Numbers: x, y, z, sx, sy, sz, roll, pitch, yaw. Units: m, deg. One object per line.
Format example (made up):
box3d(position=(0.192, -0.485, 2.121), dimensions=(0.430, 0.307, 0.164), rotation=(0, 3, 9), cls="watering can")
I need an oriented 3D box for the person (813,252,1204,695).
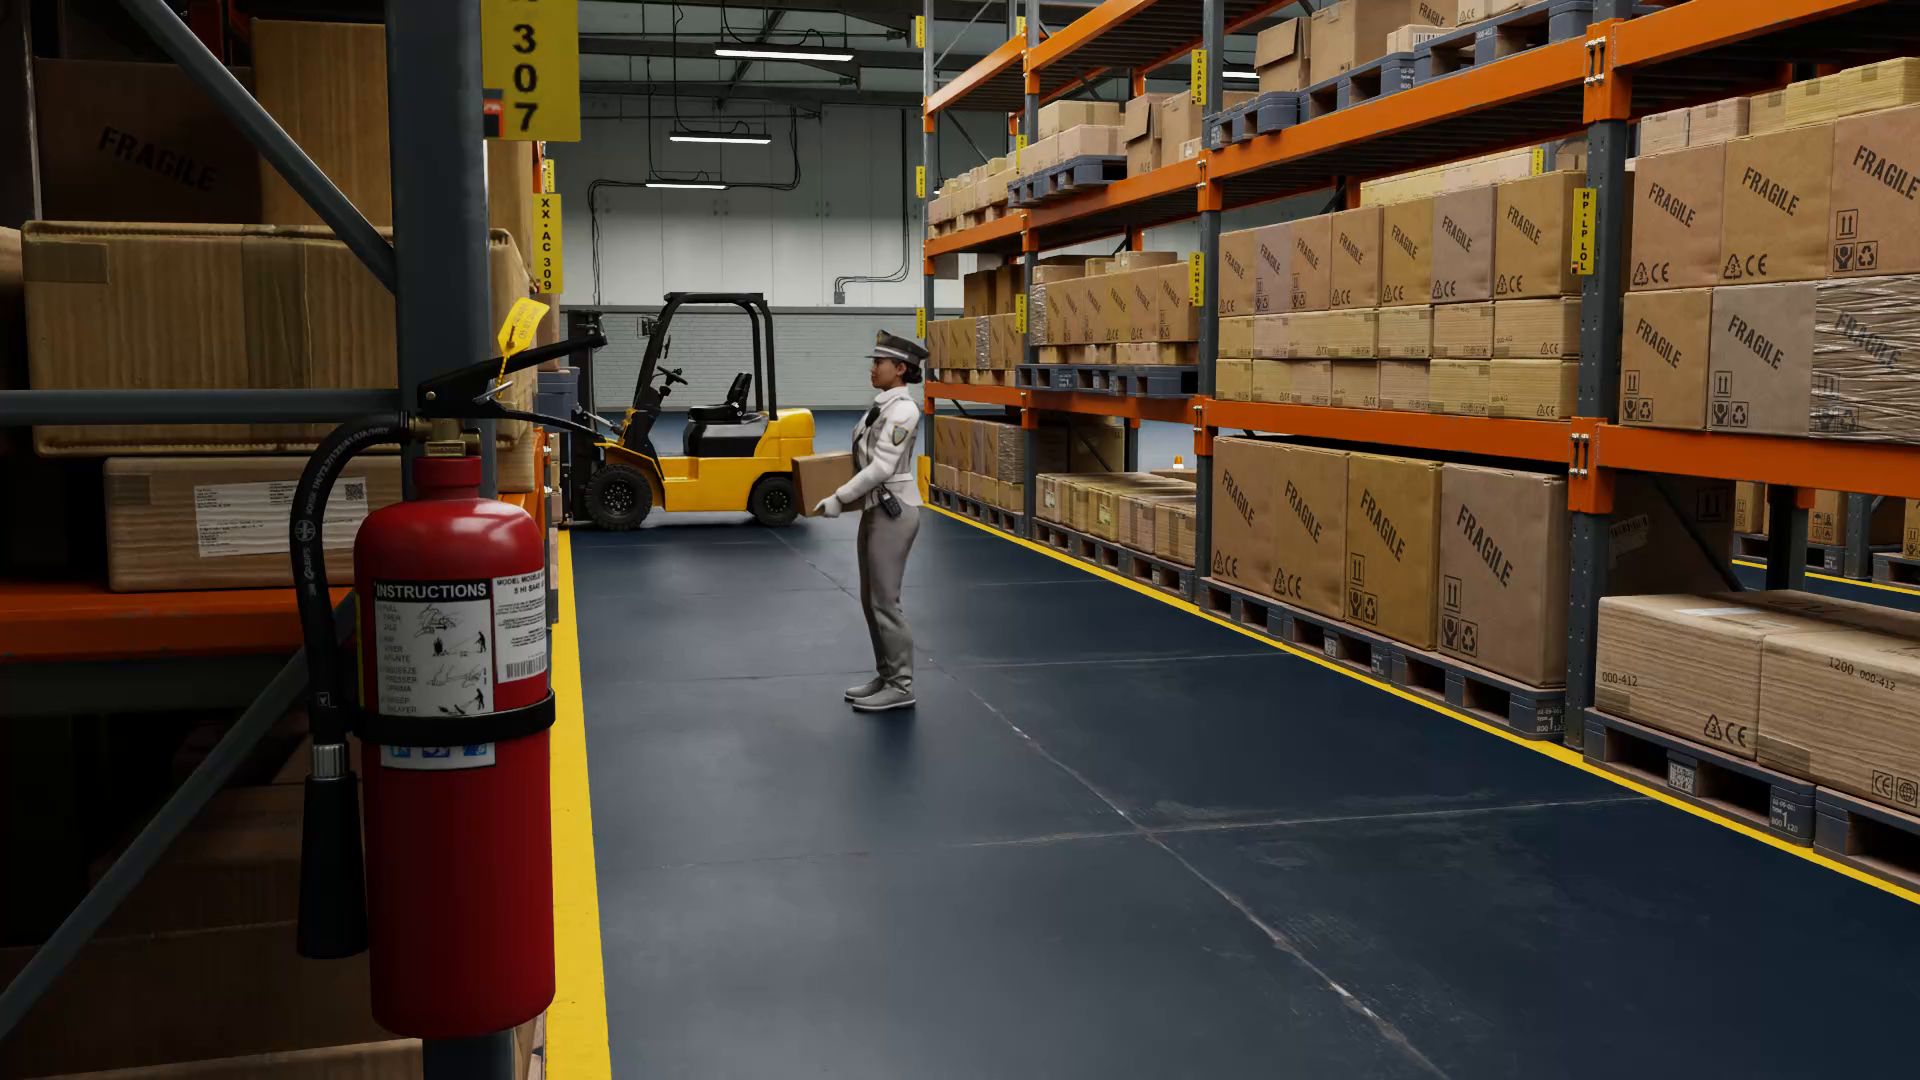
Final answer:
box3d(position=(2.094, -0.708, 10.662), dimensions=(6.880, 2.202, 5.657), rotation=(-1, 6, -13), cls="person")
